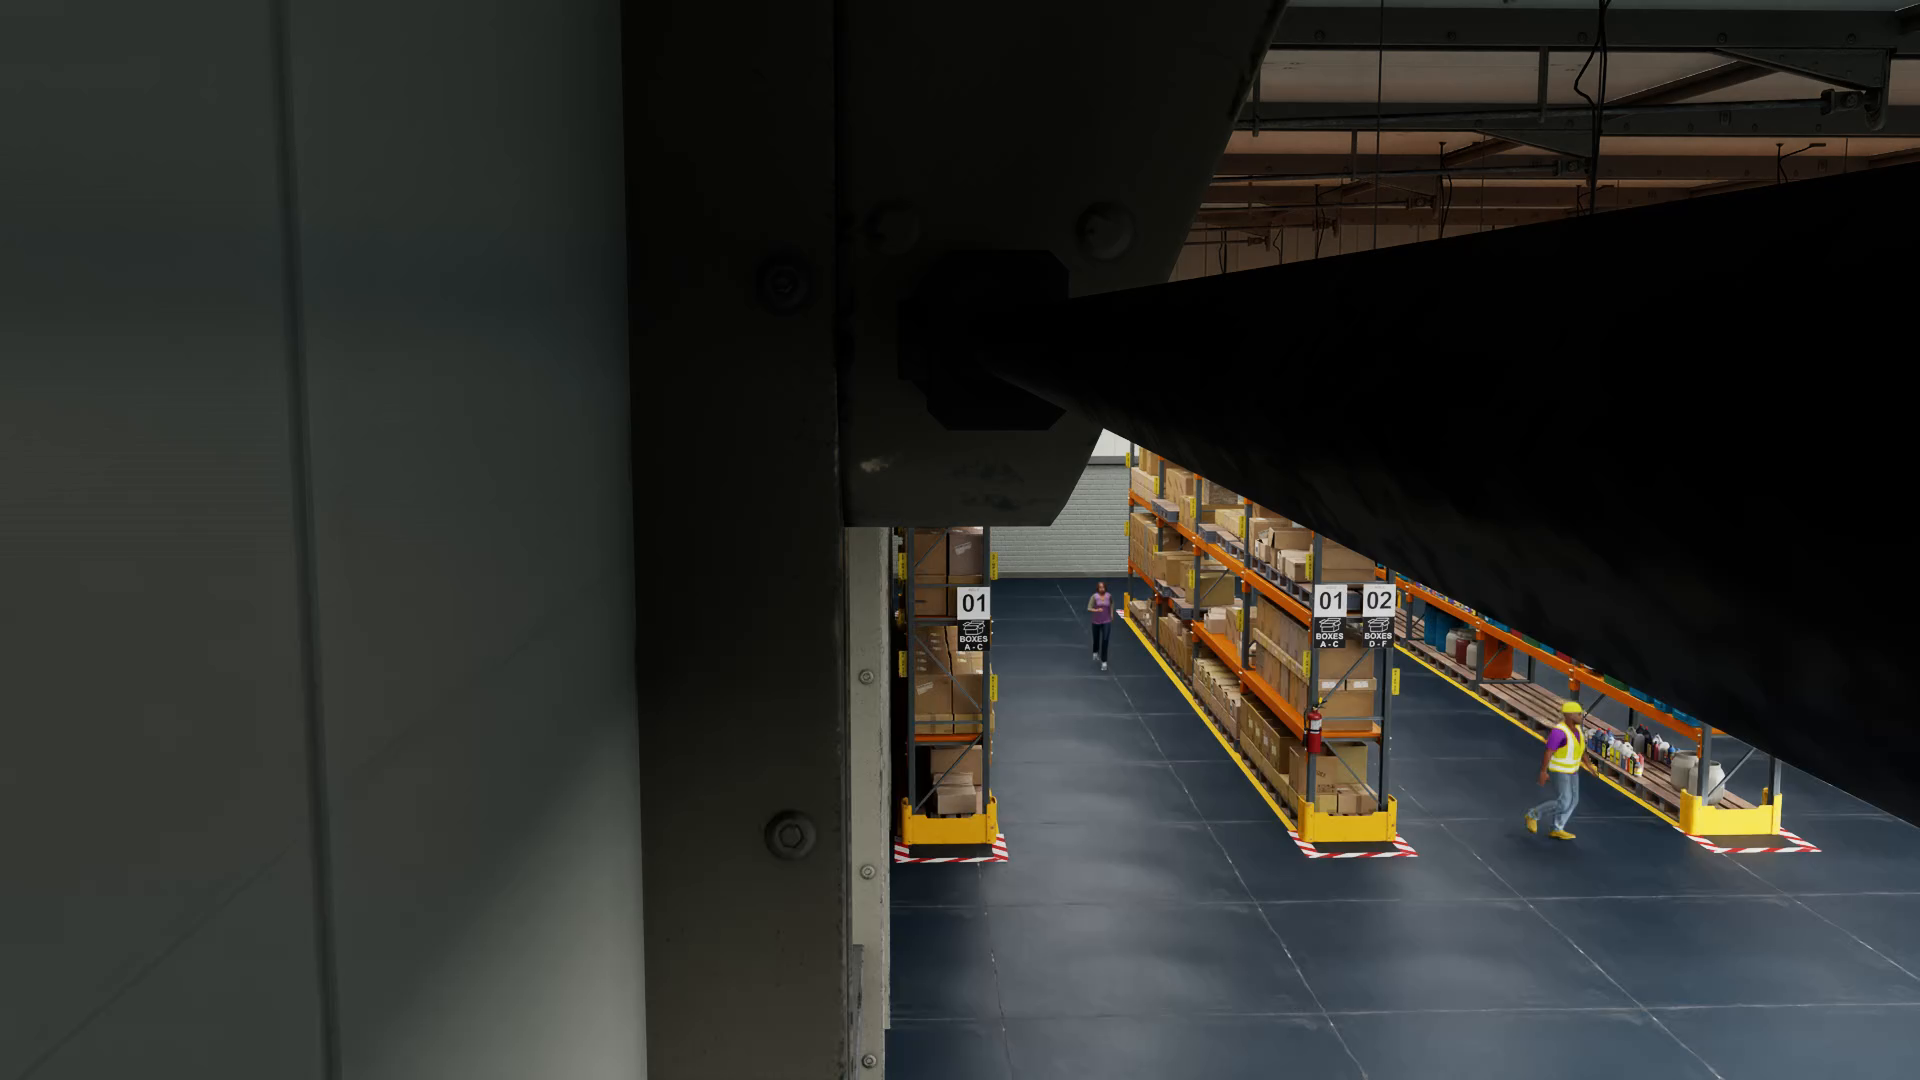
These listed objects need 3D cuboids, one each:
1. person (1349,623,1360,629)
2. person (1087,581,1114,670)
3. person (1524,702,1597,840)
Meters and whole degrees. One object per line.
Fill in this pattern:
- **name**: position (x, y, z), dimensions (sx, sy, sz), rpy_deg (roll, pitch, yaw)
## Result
- **person**: position (7.624, 1.390, 32.165), dimensions (0.531, 1.683, 0.692), rpy_deg (1, 7, 8)
- **person**: position (2.621, 1.553, 30.964), dimensions (0.531, 1.609, 0.861), rpy_deg (0, 7, -2)
- **person**: position (7.425, 2.845, 20.583), dimensions (0.690, 1.723, 0.728), rpy_deg (7, 10, 43)
